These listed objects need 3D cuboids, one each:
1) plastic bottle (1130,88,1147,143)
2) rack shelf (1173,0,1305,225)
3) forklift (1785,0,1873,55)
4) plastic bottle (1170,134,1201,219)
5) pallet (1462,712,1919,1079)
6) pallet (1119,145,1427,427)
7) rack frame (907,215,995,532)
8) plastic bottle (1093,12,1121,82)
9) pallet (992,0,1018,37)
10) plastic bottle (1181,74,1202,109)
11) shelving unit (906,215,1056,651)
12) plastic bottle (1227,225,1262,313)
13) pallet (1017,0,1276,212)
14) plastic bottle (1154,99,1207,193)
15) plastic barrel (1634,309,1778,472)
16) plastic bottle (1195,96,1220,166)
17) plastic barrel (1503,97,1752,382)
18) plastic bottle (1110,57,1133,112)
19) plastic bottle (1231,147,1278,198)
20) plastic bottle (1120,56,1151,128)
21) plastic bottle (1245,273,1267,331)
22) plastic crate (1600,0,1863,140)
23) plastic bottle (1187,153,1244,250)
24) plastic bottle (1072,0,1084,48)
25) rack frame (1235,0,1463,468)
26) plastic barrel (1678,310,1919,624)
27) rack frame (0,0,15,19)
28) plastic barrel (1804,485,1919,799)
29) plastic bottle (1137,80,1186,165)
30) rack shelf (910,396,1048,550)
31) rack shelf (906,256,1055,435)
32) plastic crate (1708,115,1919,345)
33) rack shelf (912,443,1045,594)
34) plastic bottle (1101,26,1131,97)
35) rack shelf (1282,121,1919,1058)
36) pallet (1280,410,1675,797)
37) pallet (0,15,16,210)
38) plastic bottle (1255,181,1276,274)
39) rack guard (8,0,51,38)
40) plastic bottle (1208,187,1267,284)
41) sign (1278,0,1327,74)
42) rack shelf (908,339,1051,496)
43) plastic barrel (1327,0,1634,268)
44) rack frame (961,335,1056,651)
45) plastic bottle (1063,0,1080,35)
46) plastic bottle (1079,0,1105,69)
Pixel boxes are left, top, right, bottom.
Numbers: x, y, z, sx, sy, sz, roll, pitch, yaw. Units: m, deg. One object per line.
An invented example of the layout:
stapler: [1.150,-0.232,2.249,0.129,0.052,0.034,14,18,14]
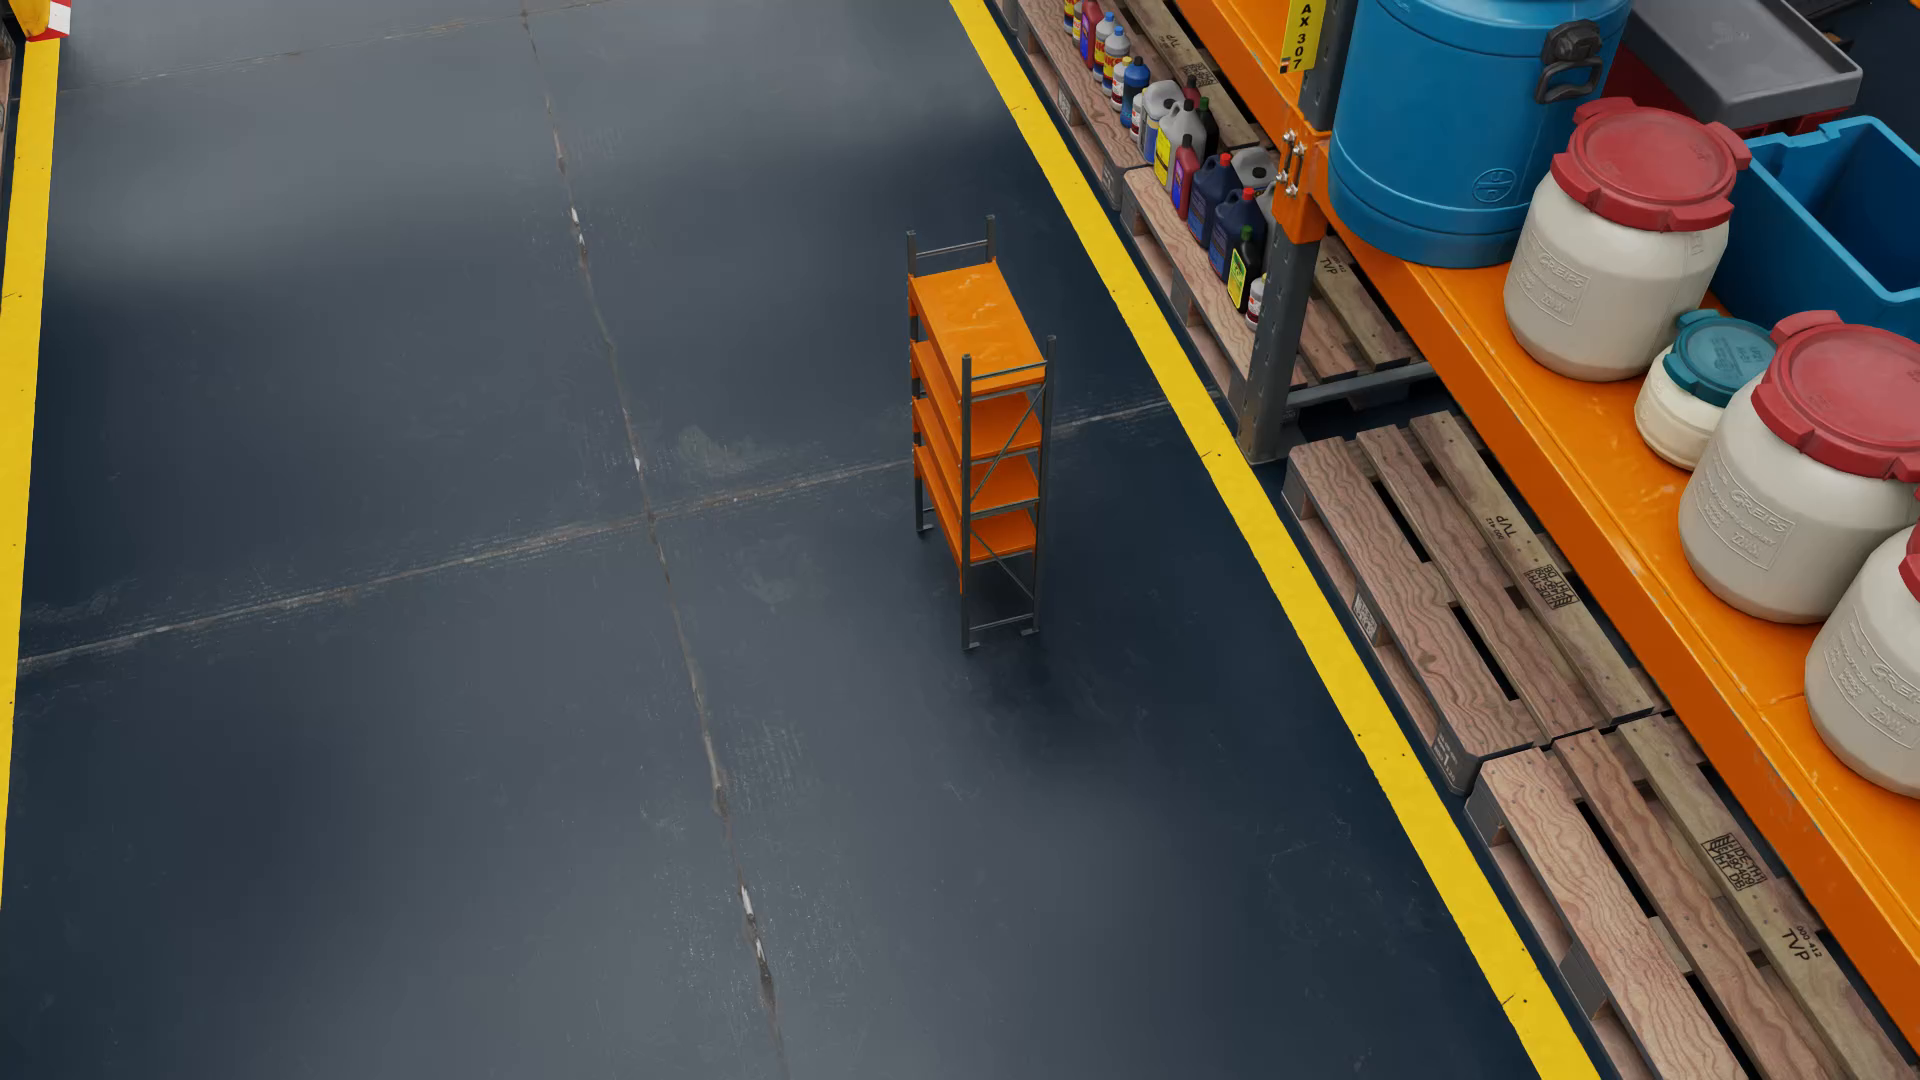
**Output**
plastic bottle: [0.686,-1.582,6.164,0.097,0.201,0.097,0,50,0]
rack shelf: [0.818,-2.590,5.942,1.077,0.370,4.000,-13,51,-11]
forklift: [3.057,-3.110,5.955,3.031,2.935,1.130,-24,54,-19]
plastic bottle: [0.798,-1.282,5.858,0.061,0.283,0.133,-10,51,-9]
pallet: [2.043,0.995,4.273,1.003,0.211,1.213,-13,51,-11]
pallet: [1.250,-0.962,5.923,1.003,0.211,1.213,-13,51,-11]
rack frame: [-0.023,-0.444,4.840,0.240,1.200,0.015,-13,51,-11]
plastic bottle: [0.566,-1.900,6.386,0.097,0.271,0.097,0,50,0]
pallet: [0.529,-2.744,7.425,1.003,0.211,1.213,-13,51,-11]
plastic bottle: [0.848,-1.552,6.086,0.061,0.283,0.133,-13,51,-11]
shelving unit: [0.049,-0.266,4.689,0.258,1.200,0.503,-13,51,-11]
plastic bottle: [0.952,-0.904,5.539,0.061,0.283,0.133,-11,51,-9]
pallet: [0.886,-1.855,6.675,1.003,0.211,1.213,-13,51,-11]
plastic bottle: [0.791,-1.430,5.938,0.144,0.351,0.185,-14,51,-11]
plastic barrel: [1.654,-0.315,3.644,0.301,0.262,0.301,0,50,0]
plastic bottle: [0.881,-1.450,6.000,0.061,0.283,0.133,-13,51,-11]
plastic barrel: [1.482,-0.656,3.752,0.433,0.535,0.433,0,50,0]
plastic bottle: [0.625,-1.732,6.290,0.097,0.201,0.097,0,50,0]
plastic bottle: [1.021,-1.222,5.812,0.152,0.276,0.135,-13,51,-11]
plastic bottle: [0.655,-1.679,6.200,0.097,0.271,0.097,0,50,0]
plastic bottle: [1.004,-0.795,5.501,0.097,0.201,0.097,0,50,0]
plastic crate: [1.844,-1.097,4.171,0.402,0.464,0.583,-13,51,-11]
plastic bottle: [0.886,-1.194,5.740,0.144,0.351,0.185,-16,52,-13]
plastic bottle: [0.495,-2.052,6.560,0.097,0.201,0.097,0,50,0]
rack frame: [1.409,-1.361,4.435,1.000,3.000,0.127,-13,51,-11]
plastic barrel: [1.699,-0.120,3.301,0.433,0.535,0.433,0,50,0]
rack frame: [-4.505,-3.162,5.954,1.000,3.000,0.127,-13,51,-11]
plastic barrel: [1.827,0.196,3.034,0.433,0.535,0.433,0,50,0]
plastic bottle: [0.747,-1.526,6.068,0.152,0.276,0.135,-12,51,-10]
rack shelf: [0.049,-0.222,4.741,0.258,0.148,0.480,-13,51,-11]
rack shelf: [0.049,-0.519,4.389,0.258,0.148,0.480,-13,51,-11]
plastic crate: [2.032,-0.620,3.821,0.392,0.384,0.575,-13,51,-11]
rack shelf: [0.049,-0.094,4.893,0.258,0.148,0.480,-13,51,-11]
plastic bottle: [0.596,-1.827,6.325,0.097,0.271,0.097,0,50,0]
rack shelf: [2.000,0.332,3.479,1.077,0.370,4.000,-13,51,-11]
pallet: [1.678,0.103,5.025,1.003,0.211,1.213,-13,51,-11]
pallet: [-4.276,-1.607,6.466,1.003,0.211,1.213,-13,51,-11]
plastic bottle: [1.081,-1.087,5.649,0.144,0.351,0.185,-13,51,-11]
rack guard: [-4.483,-2.301,6.863,1.175,0.500,0.348,-13,51,-11]
plastic bottle: [0.943,-1.054,5.621,0.144,0.351,0.185,-15,51,-12]
sign: [0.880,-1.334,4.231,0.100,0.325,0.005,-13,51,-11]
rack shelf: [0.049,-0.367,4.570,0.258,0.148,0.480,-13,51,-11]
plastic barrel: [1.234,-1.172,3.948,0.600,0.901,0.708,-13,51,-11]
rack frame: [0.121,-0.088,4.539,0.240,1.200,0.015,-13,51,-11]
plastic bottle: [0.465,-2.150,6.597,0.097,0.271,0.097,0,50,0]
plastic bottle: [0.514,-1.984,6.450,0.061,0.283,0.133,-13,51,-10]
